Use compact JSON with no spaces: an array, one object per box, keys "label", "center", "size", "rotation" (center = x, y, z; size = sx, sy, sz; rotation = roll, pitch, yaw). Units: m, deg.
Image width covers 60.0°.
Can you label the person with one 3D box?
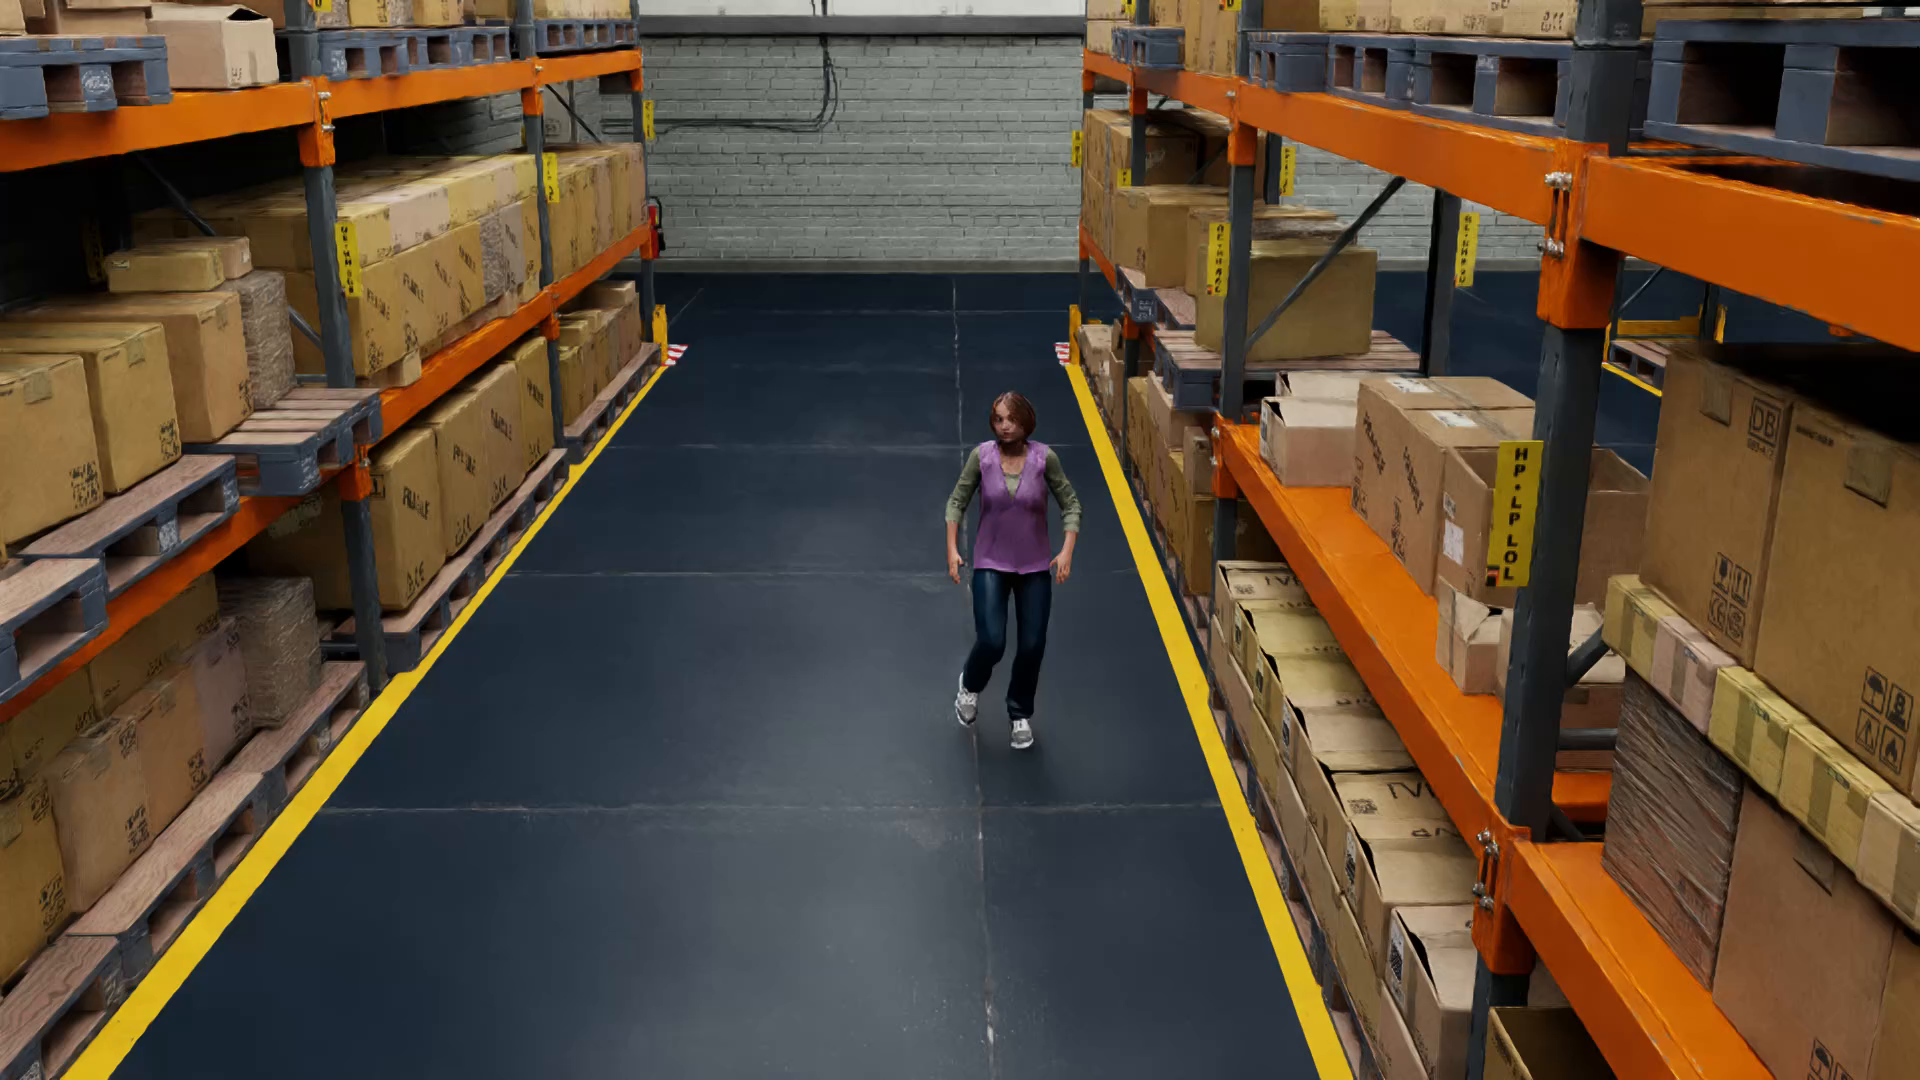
[{"label":"person","center":[0.241,0.142,7.154],"size":[0.585,1.571,0.441],"rotation":[-2,17,-5]}]
